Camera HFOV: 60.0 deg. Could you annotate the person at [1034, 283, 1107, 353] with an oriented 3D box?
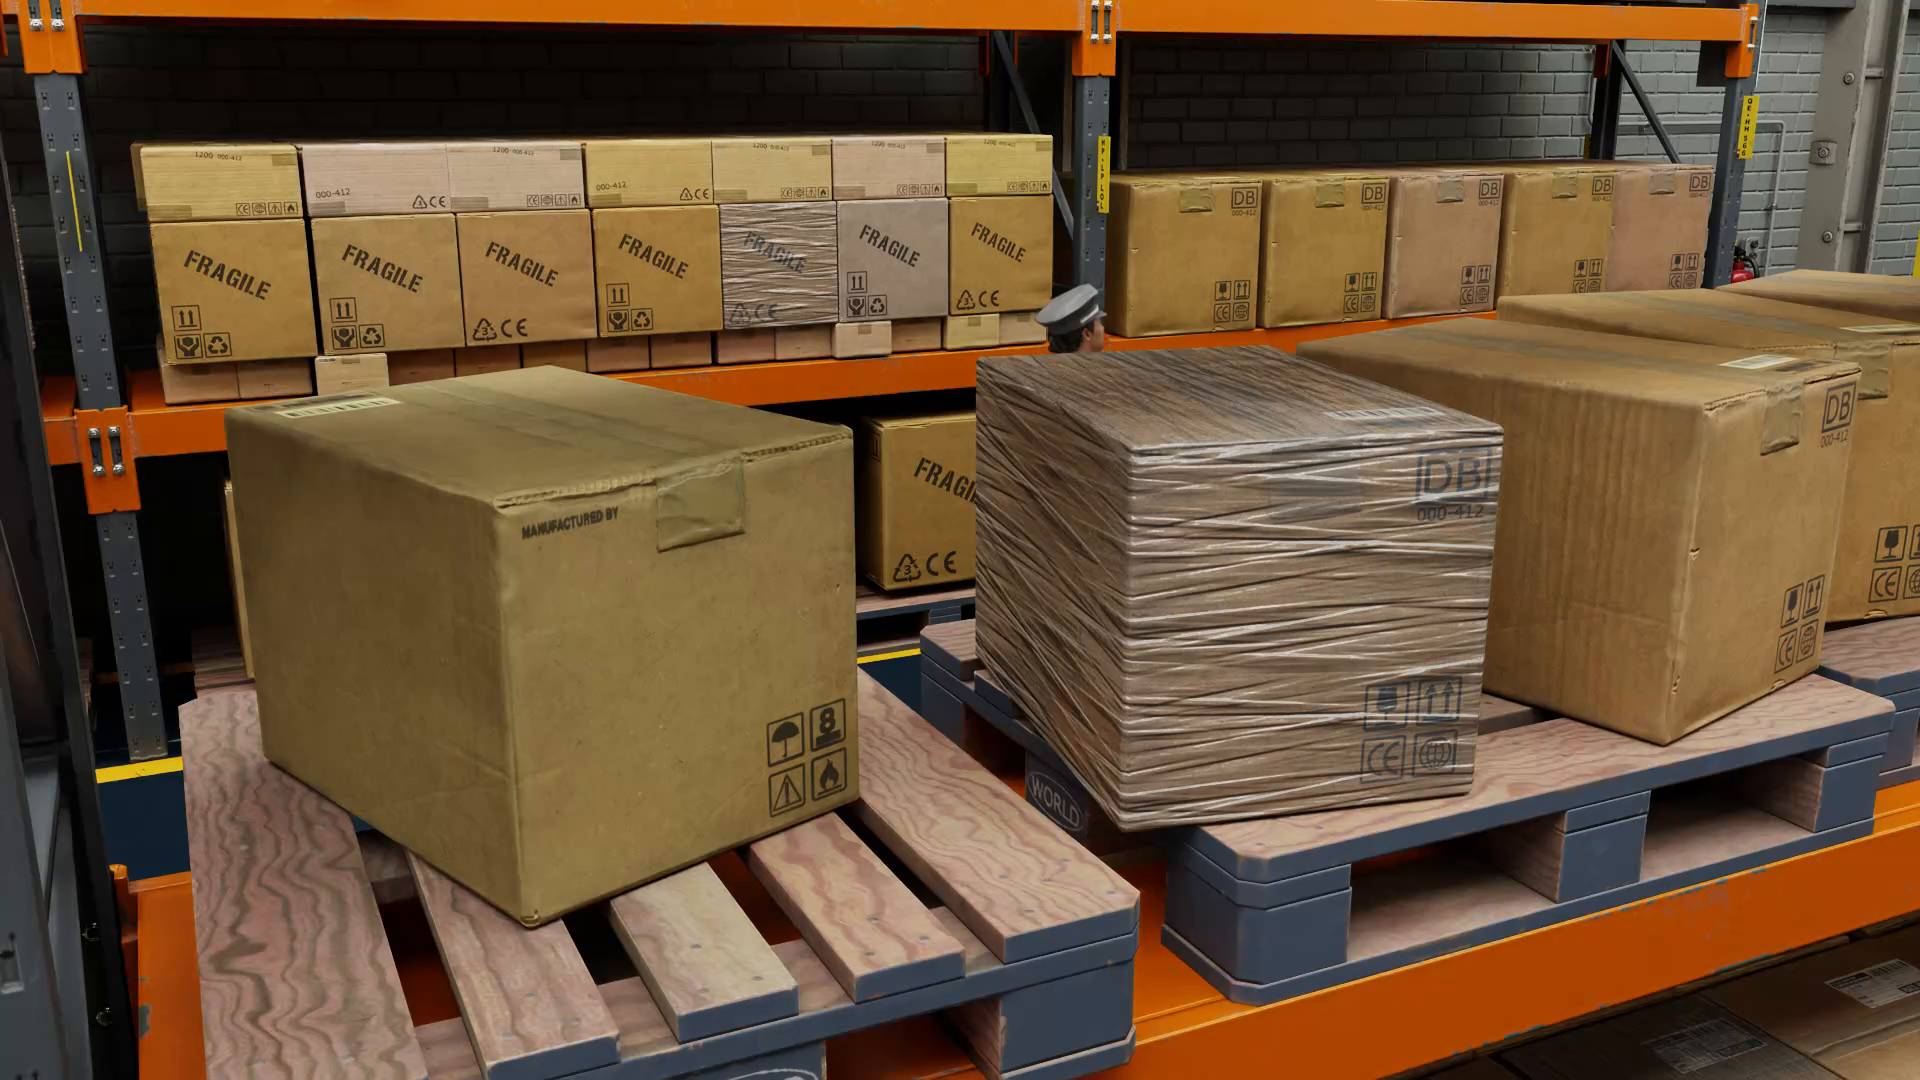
[{"bbox_3d":[0.560,-0.154,6.514,0.552,1.697,0.468,-5,16,-18],"label":"person"}]
